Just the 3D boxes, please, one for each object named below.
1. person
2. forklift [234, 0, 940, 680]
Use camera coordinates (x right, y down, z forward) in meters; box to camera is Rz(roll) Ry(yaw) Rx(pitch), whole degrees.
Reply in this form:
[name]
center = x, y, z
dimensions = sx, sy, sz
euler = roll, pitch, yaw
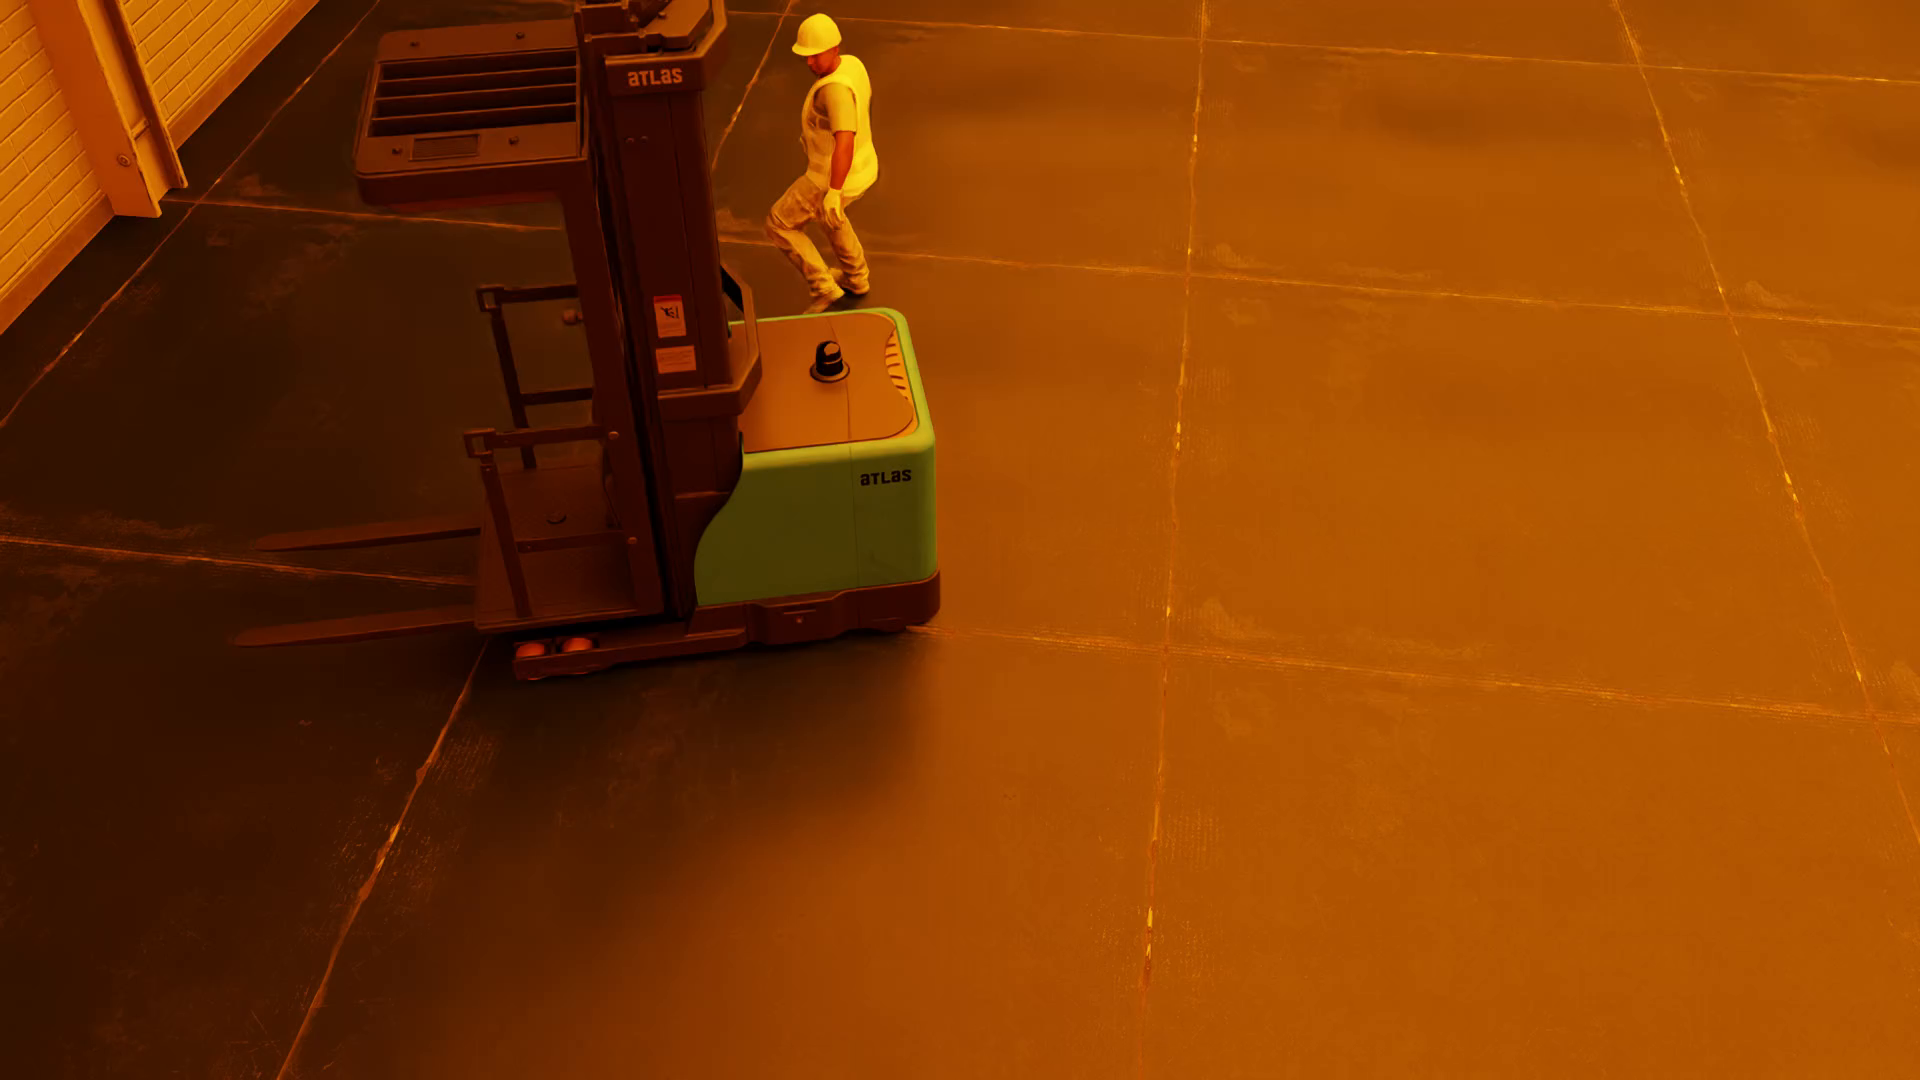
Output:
[person]
center = -0.714, -1.958, 8.795
dimensions = 0.625, 1.676, 0.849
euler = 17, 45, 17
[forklift]
center = -1.652, -0.857, 6.658
dimensions = 3.031, 2.935, 1.130
euler = -6, 43, -7
